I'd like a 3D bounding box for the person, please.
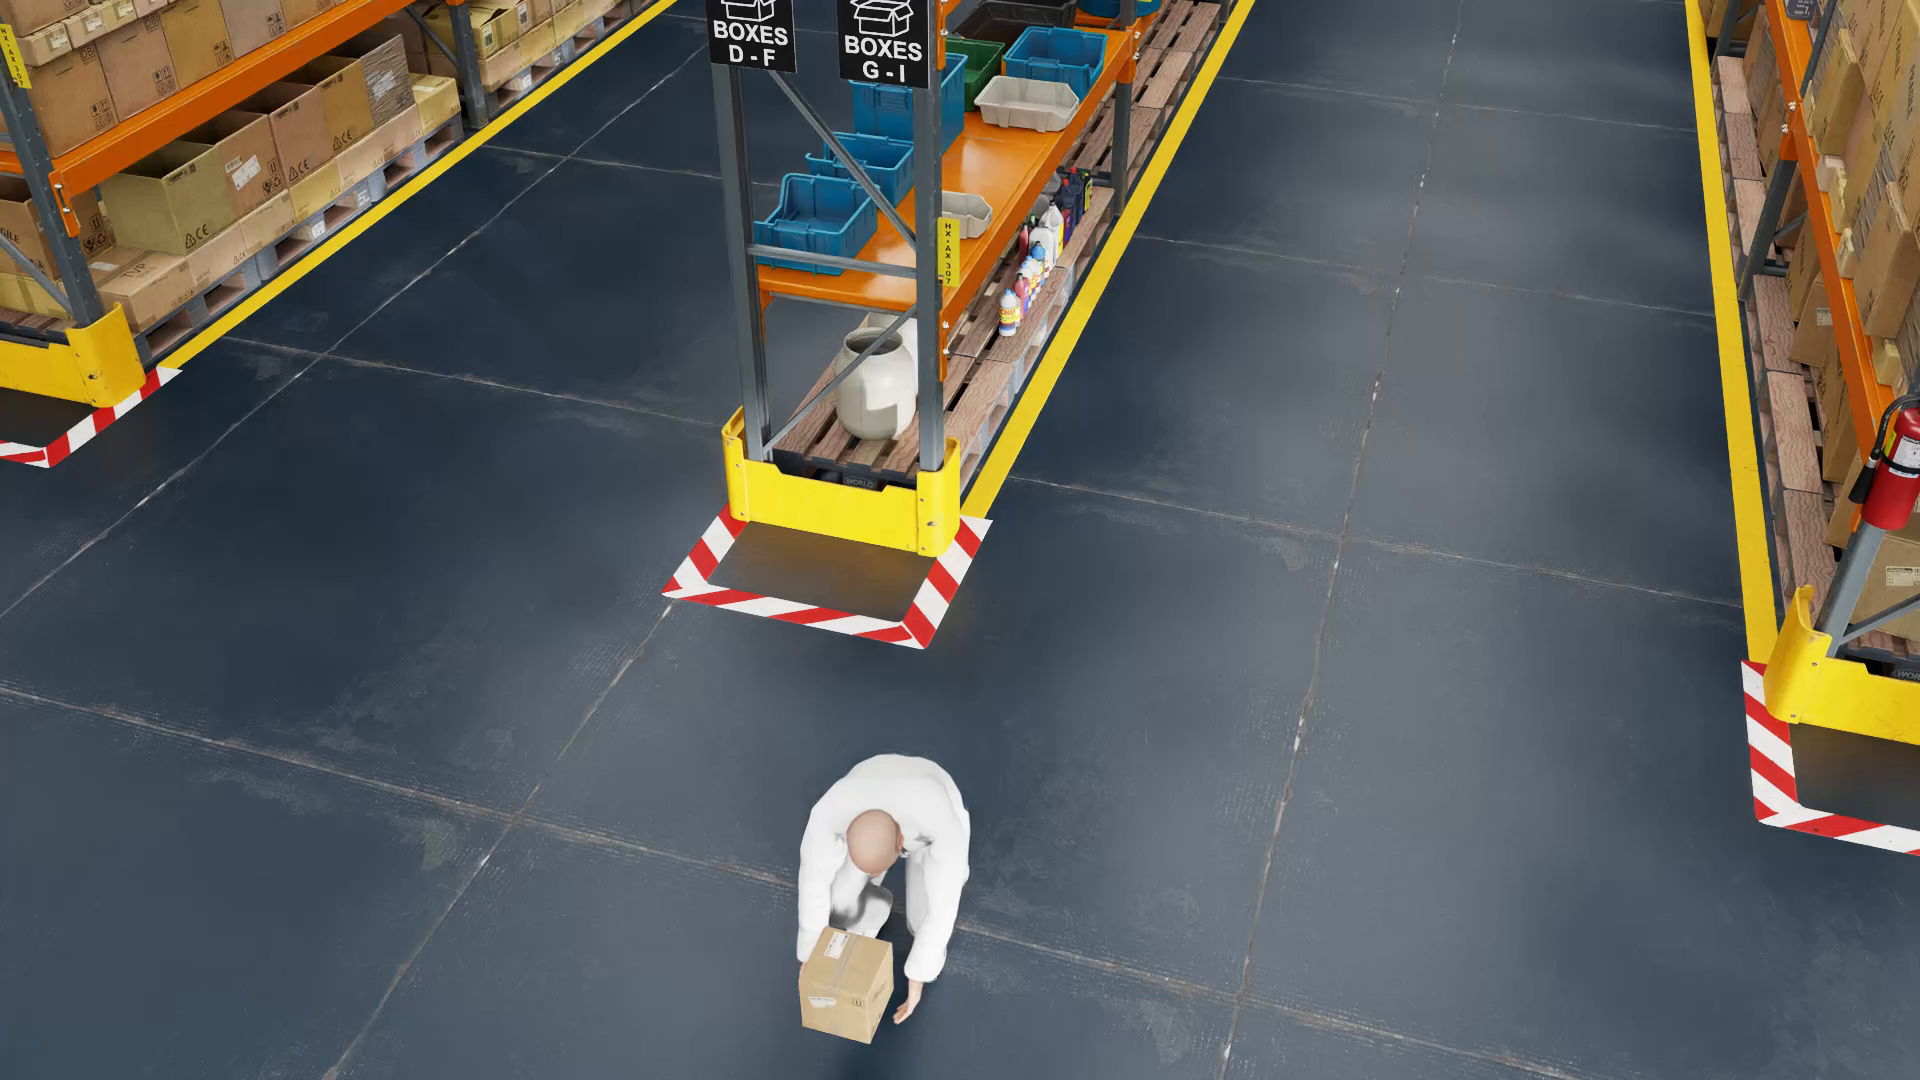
[{"bbox_3d":[-0.243,1.160,5.943,0.608,1.062,0.892,10,38,14],"label":"person"}]
